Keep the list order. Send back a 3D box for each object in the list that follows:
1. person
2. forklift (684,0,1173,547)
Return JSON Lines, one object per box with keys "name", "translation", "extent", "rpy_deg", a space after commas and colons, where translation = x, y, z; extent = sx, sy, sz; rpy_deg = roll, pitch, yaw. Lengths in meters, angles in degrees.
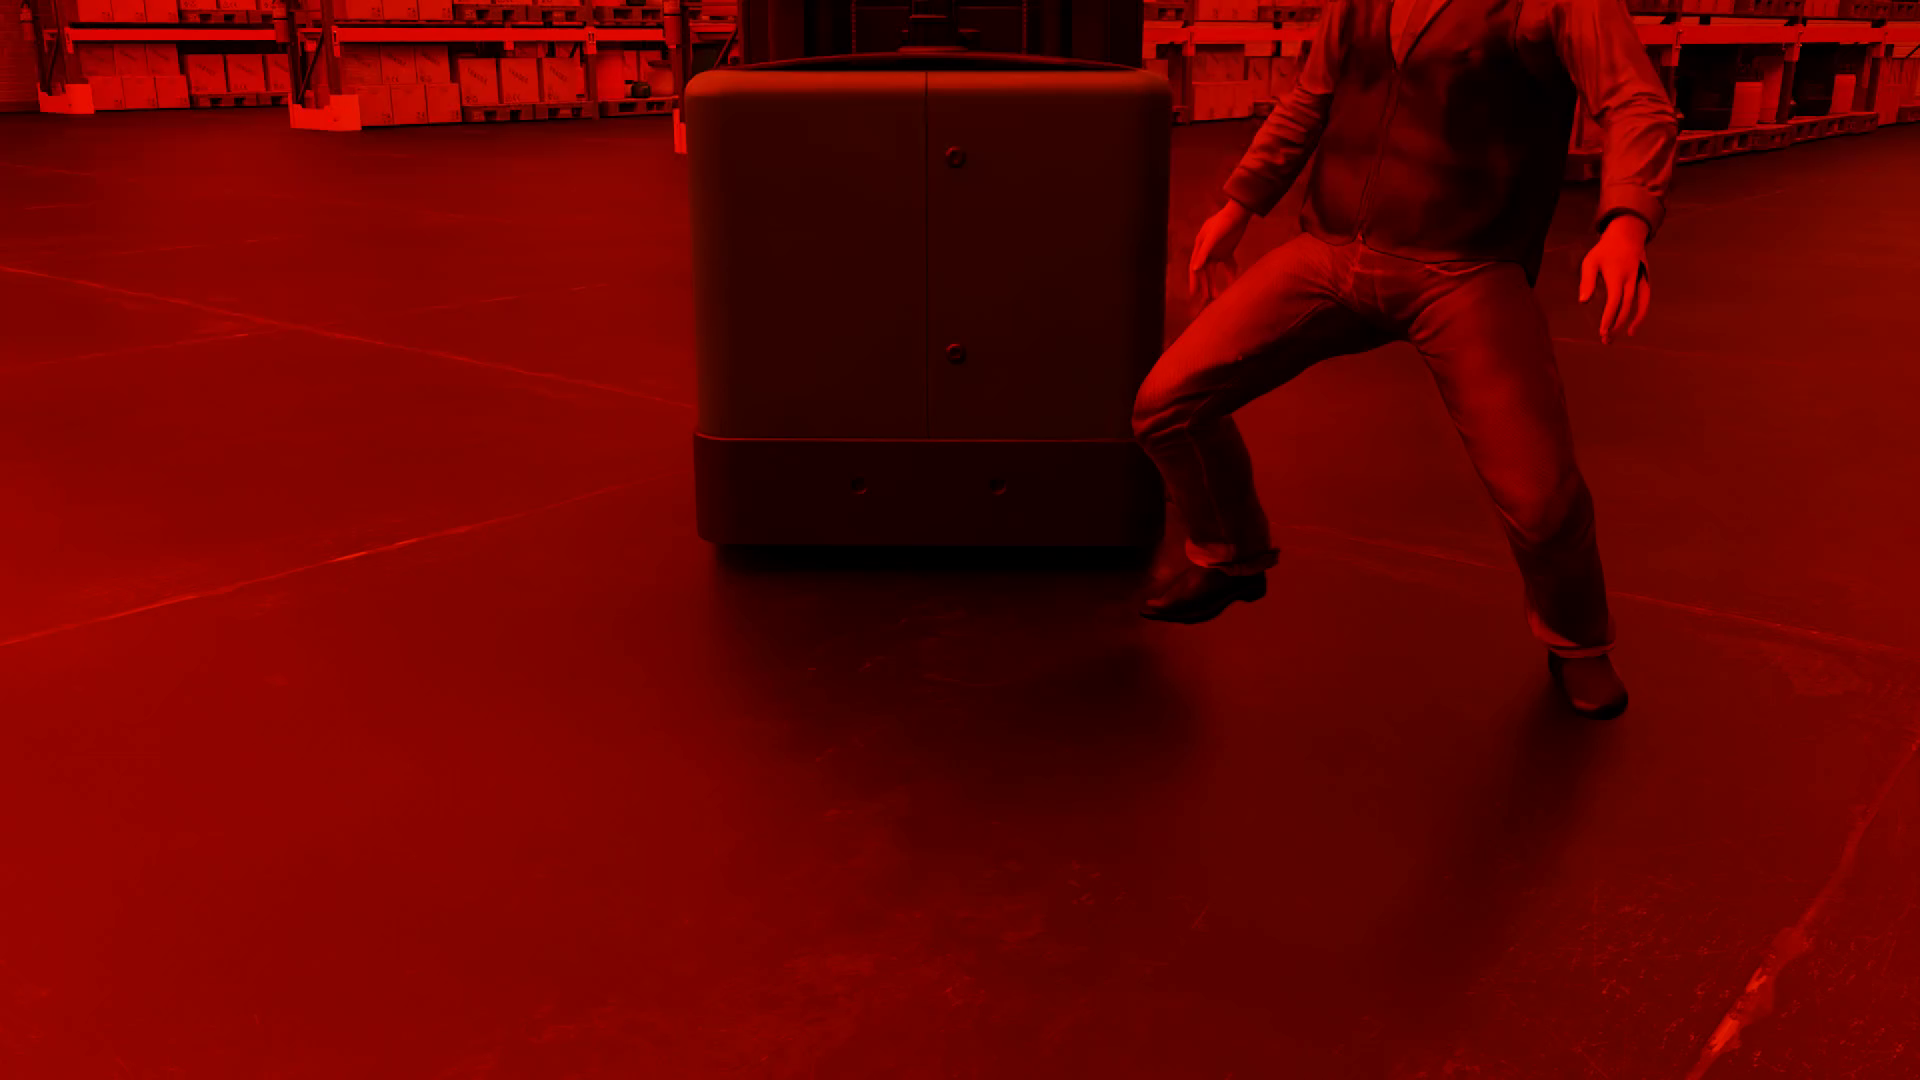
{"name": "person", "translation": [0.804, -0.488, 2.871], "extent": [0.675, 1.596, 0.938], "rpy_deg": [-15, 23, -41]}
{"name": "forklift", "translation": [-0.042, -1.759, 4.691], "extent": [1.130, 2.935, 3.031], "rpy_deg": [0, 17, 1]}
